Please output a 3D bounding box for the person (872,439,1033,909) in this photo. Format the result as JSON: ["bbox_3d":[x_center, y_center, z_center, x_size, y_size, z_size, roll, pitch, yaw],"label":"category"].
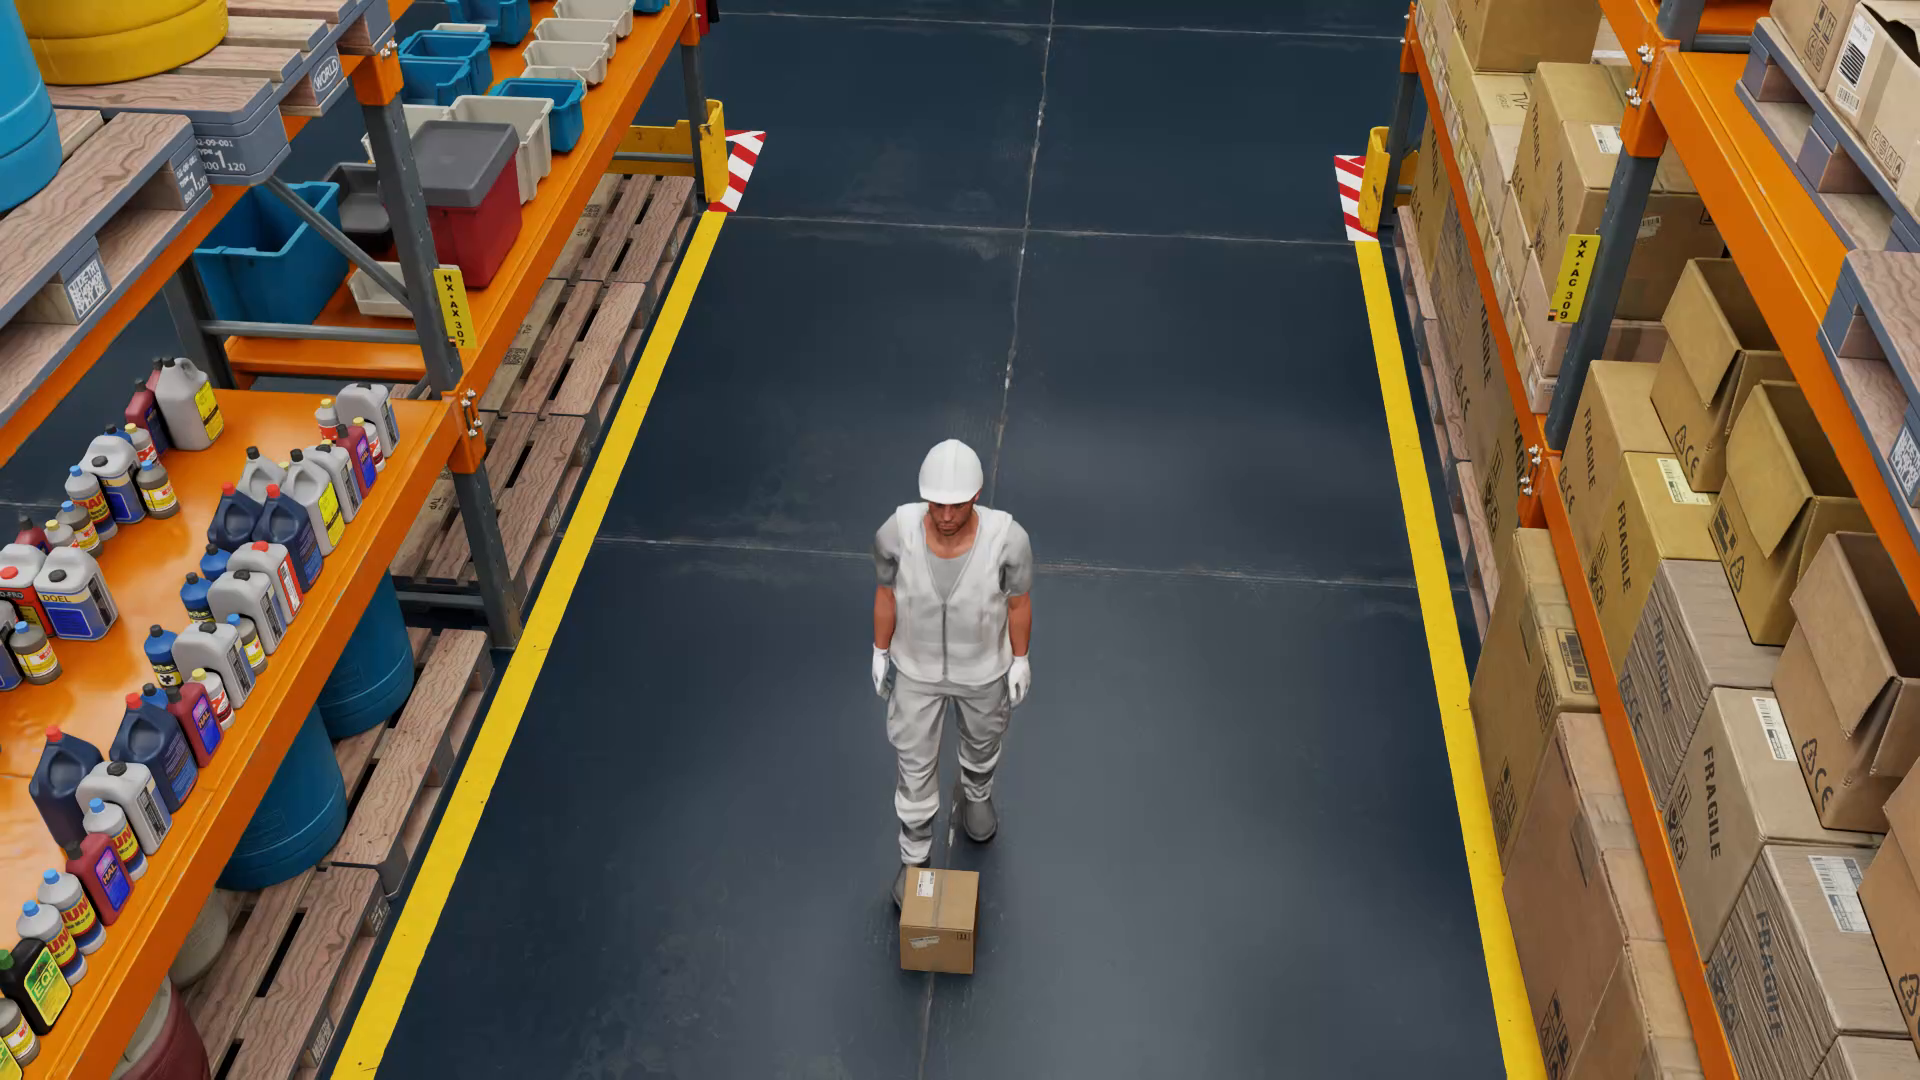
[{"bbox_3d":[-0.037,0.459,5.578,0.544,1.790,0.655,4,40,4],"label":"person"}]
